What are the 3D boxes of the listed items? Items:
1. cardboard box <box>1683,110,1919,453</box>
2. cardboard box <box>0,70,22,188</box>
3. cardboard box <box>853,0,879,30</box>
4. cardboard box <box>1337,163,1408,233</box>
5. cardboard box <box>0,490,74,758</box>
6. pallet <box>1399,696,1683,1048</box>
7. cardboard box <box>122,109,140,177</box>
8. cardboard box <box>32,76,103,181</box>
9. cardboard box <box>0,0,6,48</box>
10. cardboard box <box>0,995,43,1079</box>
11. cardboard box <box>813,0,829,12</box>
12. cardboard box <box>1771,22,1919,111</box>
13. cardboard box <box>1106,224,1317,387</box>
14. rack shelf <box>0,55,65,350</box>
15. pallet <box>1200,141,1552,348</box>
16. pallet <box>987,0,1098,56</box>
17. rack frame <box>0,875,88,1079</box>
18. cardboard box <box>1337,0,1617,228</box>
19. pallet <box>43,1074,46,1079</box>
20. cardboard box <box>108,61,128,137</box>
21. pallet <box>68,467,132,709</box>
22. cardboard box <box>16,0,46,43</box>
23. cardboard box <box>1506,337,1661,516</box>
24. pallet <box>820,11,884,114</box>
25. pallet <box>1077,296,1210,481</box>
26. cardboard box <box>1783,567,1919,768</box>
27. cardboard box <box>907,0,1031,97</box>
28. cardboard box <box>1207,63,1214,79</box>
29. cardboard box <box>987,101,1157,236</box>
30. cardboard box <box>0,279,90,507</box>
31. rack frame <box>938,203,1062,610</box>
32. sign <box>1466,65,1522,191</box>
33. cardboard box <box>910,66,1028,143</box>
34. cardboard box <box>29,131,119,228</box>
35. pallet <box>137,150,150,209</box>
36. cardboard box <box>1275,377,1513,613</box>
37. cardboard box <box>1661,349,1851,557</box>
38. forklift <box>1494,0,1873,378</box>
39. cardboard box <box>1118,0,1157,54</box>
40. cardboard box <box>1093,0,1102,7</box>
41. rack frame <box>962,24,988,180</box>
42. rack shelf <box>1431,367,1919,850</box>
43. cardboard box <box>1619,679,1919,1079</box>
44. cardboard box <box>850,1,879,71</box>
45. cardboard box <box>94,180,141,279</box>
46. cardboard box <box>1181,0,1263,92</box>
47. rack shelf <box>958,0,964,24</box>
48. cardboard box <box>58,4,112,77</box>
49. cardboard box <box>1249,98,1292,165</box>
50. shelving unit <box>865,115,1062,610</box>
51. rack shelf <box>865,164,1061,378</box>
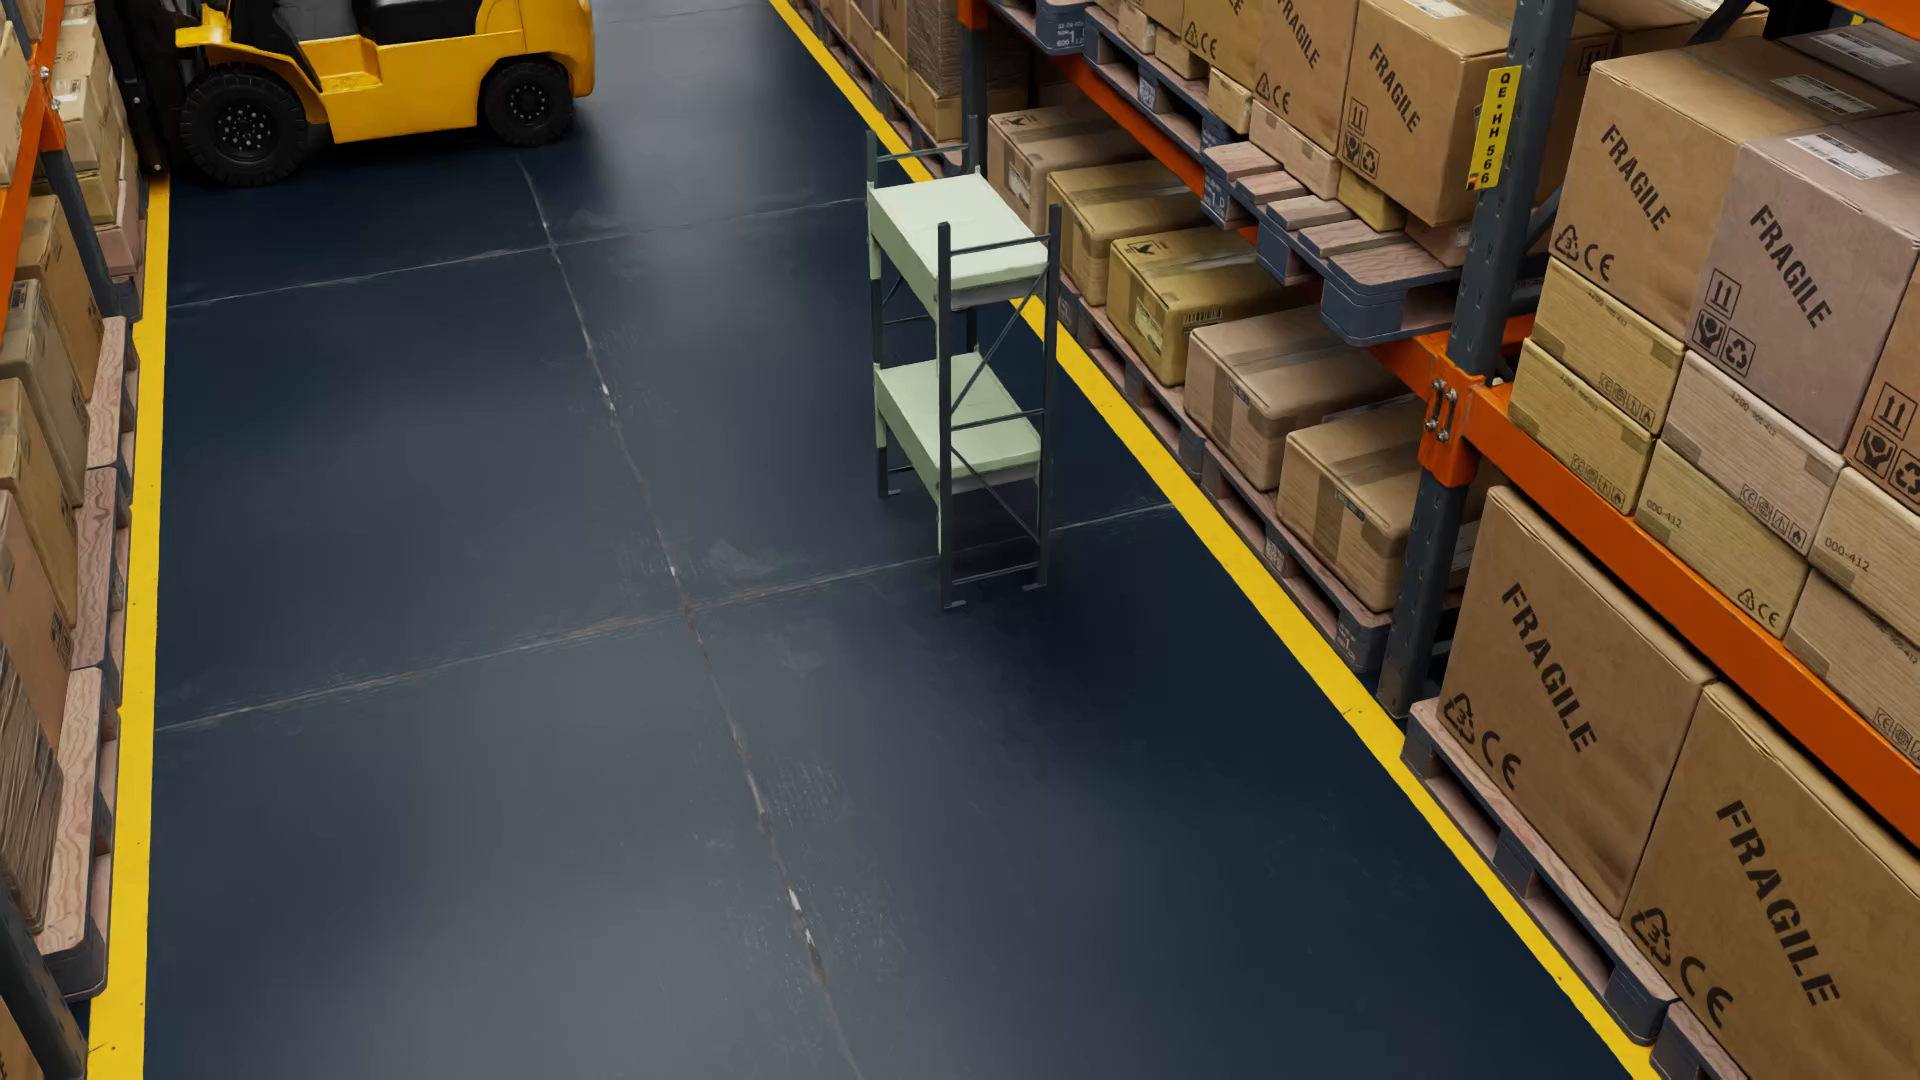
[{"bbox_3d":[1.995,-0.570,3.600,0.500,0.500,0.500,-12,39,-16],"label":"cardboard box"},{"bbox_3d":[-3.564,-1.395,5.733,0.500,0.250,0.500,-13,39,-16],"label":"cardboard box"},{"bbox_3d":[-0.311,-3.220,9.345,0.500,0.500,0.500,-10,38,-14],"label":"cardboard box"},{"bbox_3d":[1.381,-1.079,5.048,0.380,0.149,0.250,-12,39,-15],"label":"cardboard box"},{"bbox_3d":[-3.219,0.350,4.917,0.875,0.625,0.625,-11,38,-14],"label":"cardboard box"},{"bbox_3d":[2.075,0.837,4.964,1.003,0.211,1.213,-12,39,-16],"label":"pallet"},{"bbox_3d":[-4.397,-1.950,8.282,0.500,0.250,0.500,-12,39,-15],"label":"cardboard box"},{"bbox_3d":[-4.033,-1.775,7.219,0.500,0.250,0.500,-13,39,-17],"label":"cardboard box"},{"bbox_3d":[-3.752,-1.883,5.966,0.500,0.250,0.500,-13,39,-17],"label":"cardboard box"},{"bbox_3d":[-2.437,1.317,3.737,0.500,0.500,0.500,-11,38,-15],"label":"cardboard box"},{"bbox_3d":[-0.692,-3.524,10.372,0.500,0.250,0.500,-11,38,-14],"label":"cardboard box"},{"bbox_3d":[2.298,-0.940,4.090,0.500,0.500,0.500,-13,39,-17],"label":"cardboard box"},{"bbox_3d":[1.172,-1.022,6.949,0.950,0.372,0.625,-11,38,-14],"label":"cardboard box"},{"bbox_3d":[-3.473,-0.551,5.086,1.077,0.370,4.000,-12,39,-16],"label":"rack shelf"},{"bbox_3d":[1.529,-1.042,5.300,1.213,0.211,1.003,-12,39,-16],"label":"pallet"},{"bbox_3d":[0.625,-2.459,7.181,1.003,0.211,1.213,-12,39,-16],"label":"pallet"},{"bbox_3d":[-2.785,0.292,3.370,1.000,3.000,0.127,-12,39,-16],"label":"rack frame"},{"bbox_3d":[1.457,-1.264,4.755,0.500,0.500,0.500,-14,39,-17],"label":"cardboard box"},{"bbox_3d":[-2.563,1.835,3.638,1.003,0.211,1.213,-12,39,-16],"label":"pallet"},{"bbox_3d":[-4.375,-2.145,8.125,0.500,0.250,0.500,-13,39,-16],"label":"cardboard box"},{"bbox_3d":[-3.447,0.244,5.750,1.003,0.211,1.213,-12,39,-16],"label":"pallet"},{"bbox_3d":[-4.069,-2.313,6.744,0.500,0.500,0.500,-13,39,-17],"label":"cardboard box"},{"bbox_3d":[1.807,-0.350,4.346,0.500,0.250,0.500,-13,39,-17],"label":"cardboard box"},{"bbox_3d":[-0.190,-2.946,9.986,1.003,0.211,1.213,-12,39,-16],"label":"pallet"},{"bbox_3d":[1.191,-0.754,7.076,1.003,0.211,1.213,-12,39,-16],"label":"pallet"},{"bbox_3d":[2.175,0.234,3.571,0.500,0.250,0.500,-11,38,-14],"label":"cardboard box"},{"bbox_3d":[0.043,-2.645,8.582,0.500,0.500,0.500,-13,39,-17],"label":"cardboard box"},{"bbox_3d":[1.097,-1.676,5.842,0.380,0.149,0.250,-12,39,-16],"label":"cardboard box"},{"bbox_3d":[0.681,-1.820,8.008,0.950,0.372,0.625,-12,39,-15],"label":"cardboard box"},{"bbox_3d":[-3.711,-0.455,5.985,0.875,0.625,0.625,-13,39,-16],"label":"cardboard box"},{"bbox_3d":[0.124,-0.396,5.529,0.400,1.500,0.023,-12,39,-16],"label":"rack frame"},{"bbox_3d":[1.368,-1.051,4.256,0.100,0.325,0.005,-12,39,-16],"label":"sign"},{"bbox_3d":[0.042,-2.346,8.807,0.500,0.250,0.500,-11,38,-14],"label":"cardboard box"},{"bbox_3d":[-4.038,-1.574,7.368,0.500,0.250,0.500,-13,39,-16],"label":"cardboard box"},{"bbox_3d":[-4.819,-2.002,8.733,1.003,0.211,1.213,-12,39,-16],"label":"pallet"},{"bbox_3d":[1.690,-0.178,5.828,0.950,0.372,0.625,-15,40,-19],"label":"cardboard box"},{"bbox_3d":[1.994,-0.248,3.796,0.500,0.250,0.500,-12,39,-15],"label":"cardboard box"},{"bbox_3d":[3.613,-2.179,6.707,3.031,2.935,1.130,-16,40,-20],"label":"forklift"},{"bbox_3d":[0.814,-1.946,6.200,0.380,0.149,0.250,-11,38,-14],"label":"cardboard box"},{"bbox_3d":[0.688,-2.246,6.599,0.380,0.149,0.250,-12,39,-15],"label":"cardboard box"},{"bbox_3d":[0.498,-2.998,7.737,1.000,3.000,0.127,-12,39,-16],"label":"rack frame"},{"bbox_3d":[2.563,0.679,3.453,1.077,0.370,4.000,-12,39,-16],"label":"rack shelf"},{"bbox_3d":[2.337,0.855,4.039,0.875,0.875,0.875,-12,39,-15],"label":"cardboard box"},{"bbox_3d":[-0.321,-2.933,9.586,0.500,0.250,0.500,-12,39,-15],"label":"cardboard box"},{"bbox_3d":[-4.017,-1.379,7.524,0.500,0.250,0.500,-12,39,-15],"label":"cardboard box"},{"bbox_3d":[1.094,-1.839,5.518,0.500,0.500,0.500,-15,40,-19],"label":"cardboard box"},{"bbox_3d":[-0.190,-3.840,9.453,1.077,0.370,4.000,-12,39,-16],"label":"rack shelf"},{"bbox_3d":[-4.381,-2.345,7.975,0.500,0.250,0.500,-11,38,-14],"label":"cardboard box"},{"bbox_3d":[1.173,-1.355,5.416,0.380,0.149,0.250,-14,39,-18],"label":"cardboard box"},{"bbox_3d":[-0.002,-0.603,5.804,0.431,1.500,0.755,-12,39,-16],"label":"shelving unit"},{"bbox_3d":[-0.002,-0.915,5.569,0.431,0.370,0.720,-12,39,-16],"label":"rack shelf"}]
